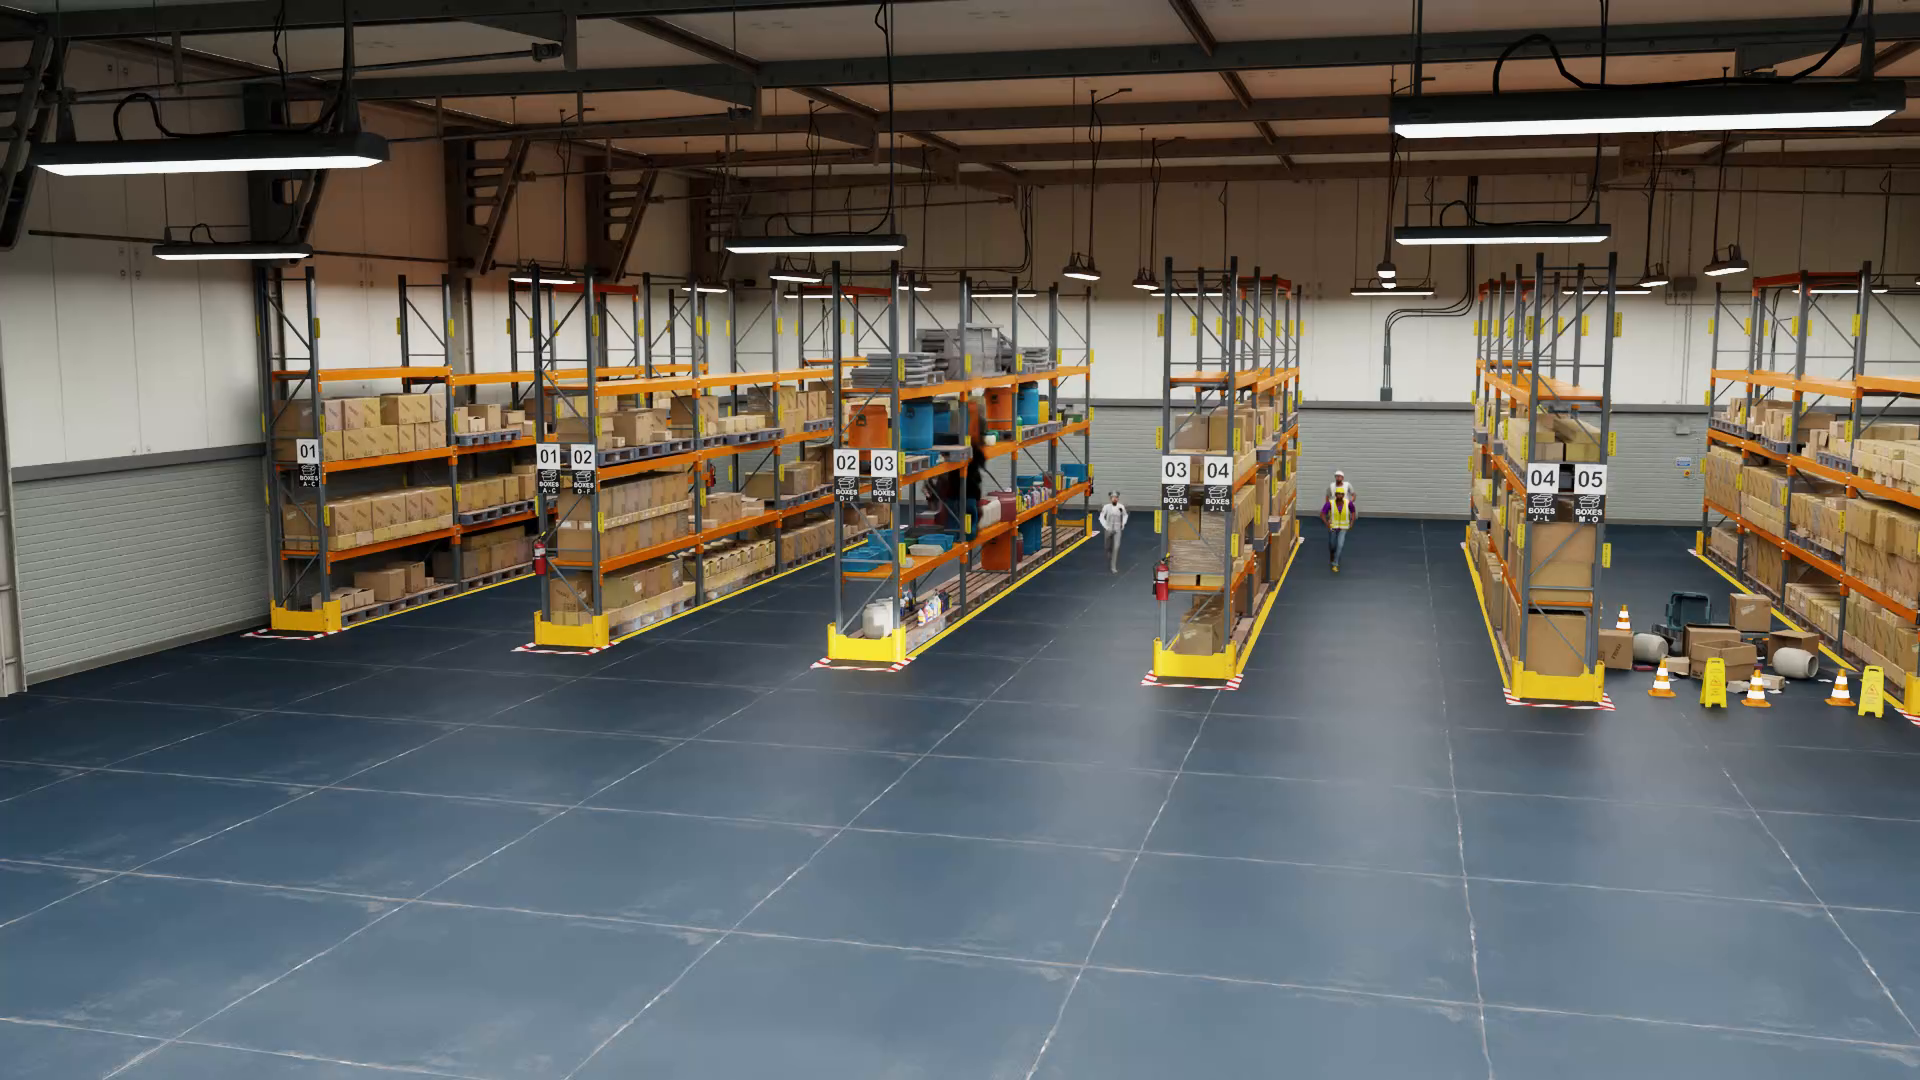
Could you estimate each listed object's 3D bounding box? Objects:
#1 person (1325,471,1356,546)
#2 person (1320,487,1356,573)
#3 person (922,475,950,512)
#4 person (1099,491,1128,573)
[{"bbox_3d":[8.772,-0.726,38.409,0.683,1.743,0.547,2,8,17],"label":"person"},{"bbox_3d":[7.864,-0.233,34.596,0.727,1.746,0.874,1,7,8],"label":"person"},{"bbox_3d":[-0.593,-0.936,40.356,0.672,1.699,0.845,0,7,3],"label":"person"},{"bbox_3d":[3.201,-0.197,34.701,0.597,1.690,0.976,1,7,8],"label":"person"}]
